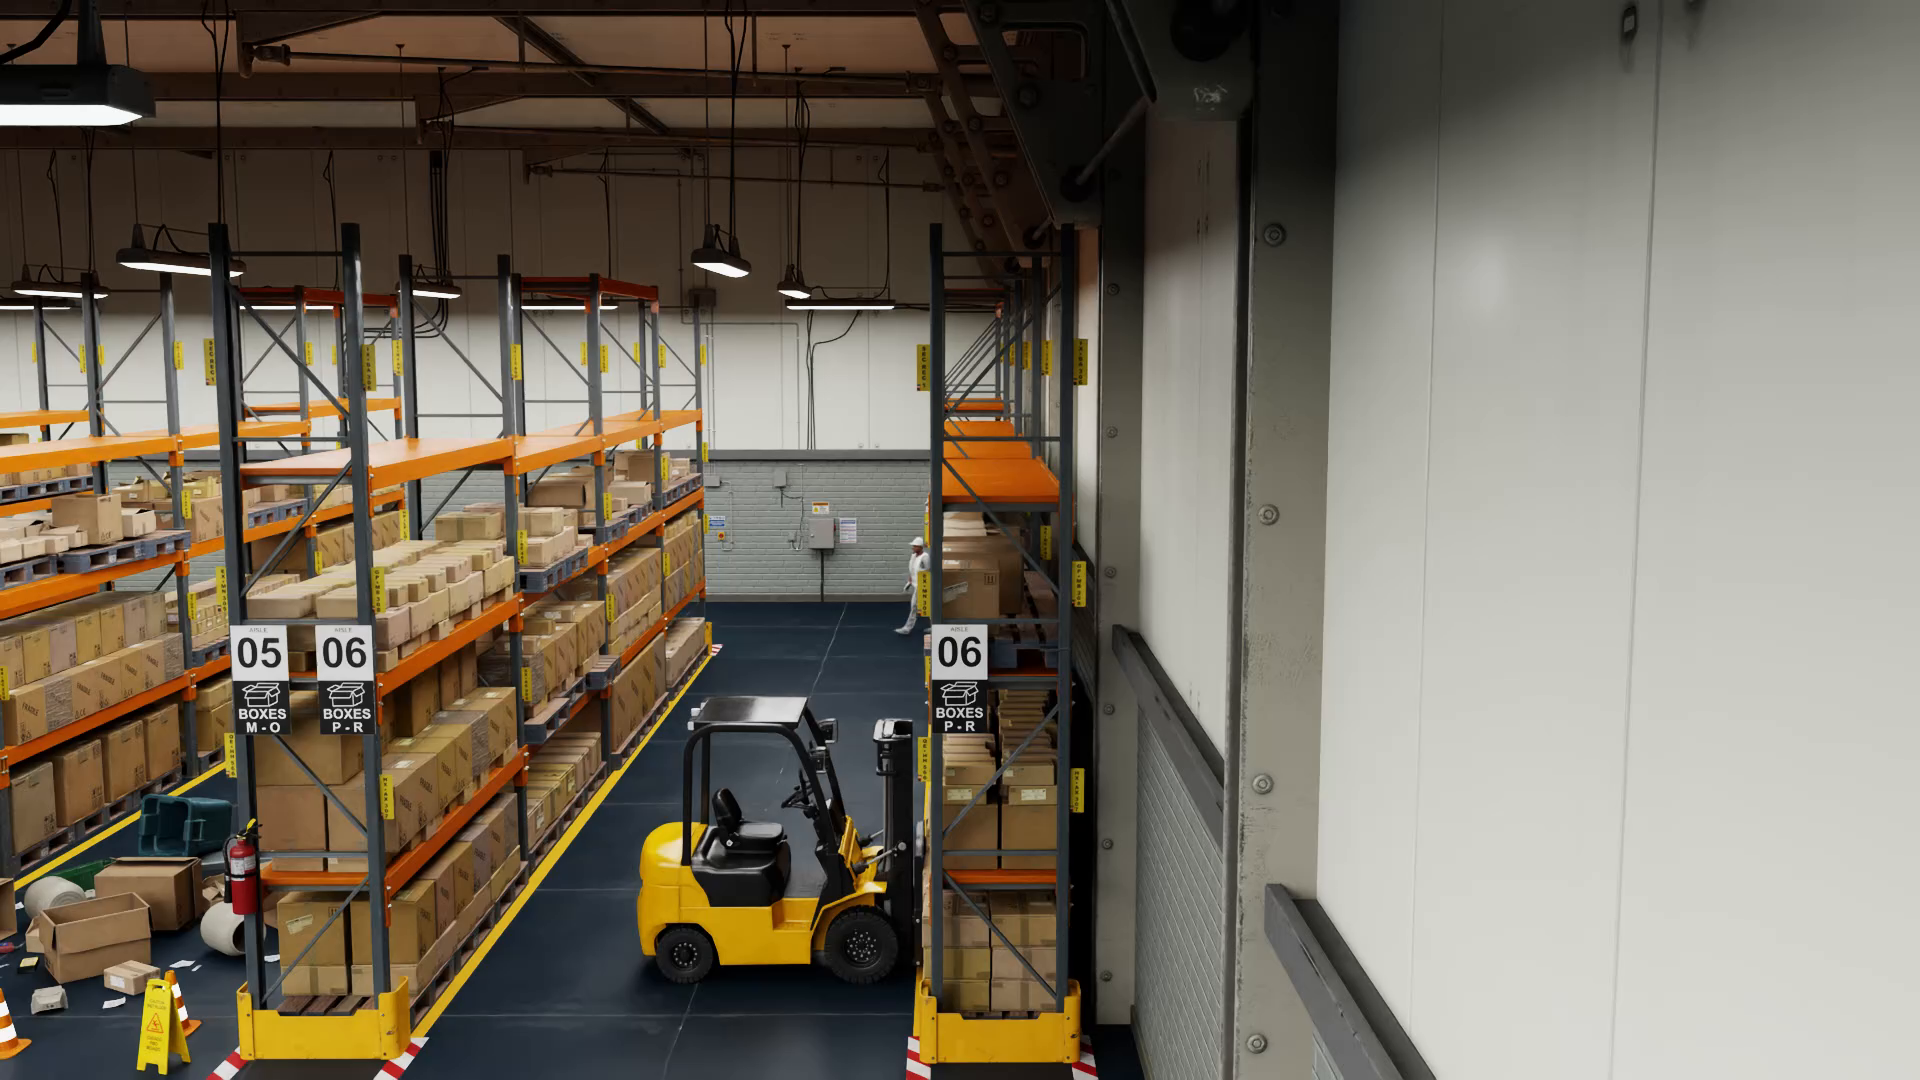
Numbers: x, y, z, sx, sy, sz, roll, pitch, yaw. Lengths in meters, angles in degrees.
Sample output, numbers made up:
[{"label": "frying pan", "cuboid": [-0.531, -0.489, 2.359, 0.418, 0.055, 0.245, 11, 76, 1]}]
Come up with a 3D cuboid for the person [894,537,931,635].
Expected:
[{"label": "person", "cuboid": [-0.774, 0.823, 29.773, 0.901, 1.758, 0.589, -3, 7, -21]}]
